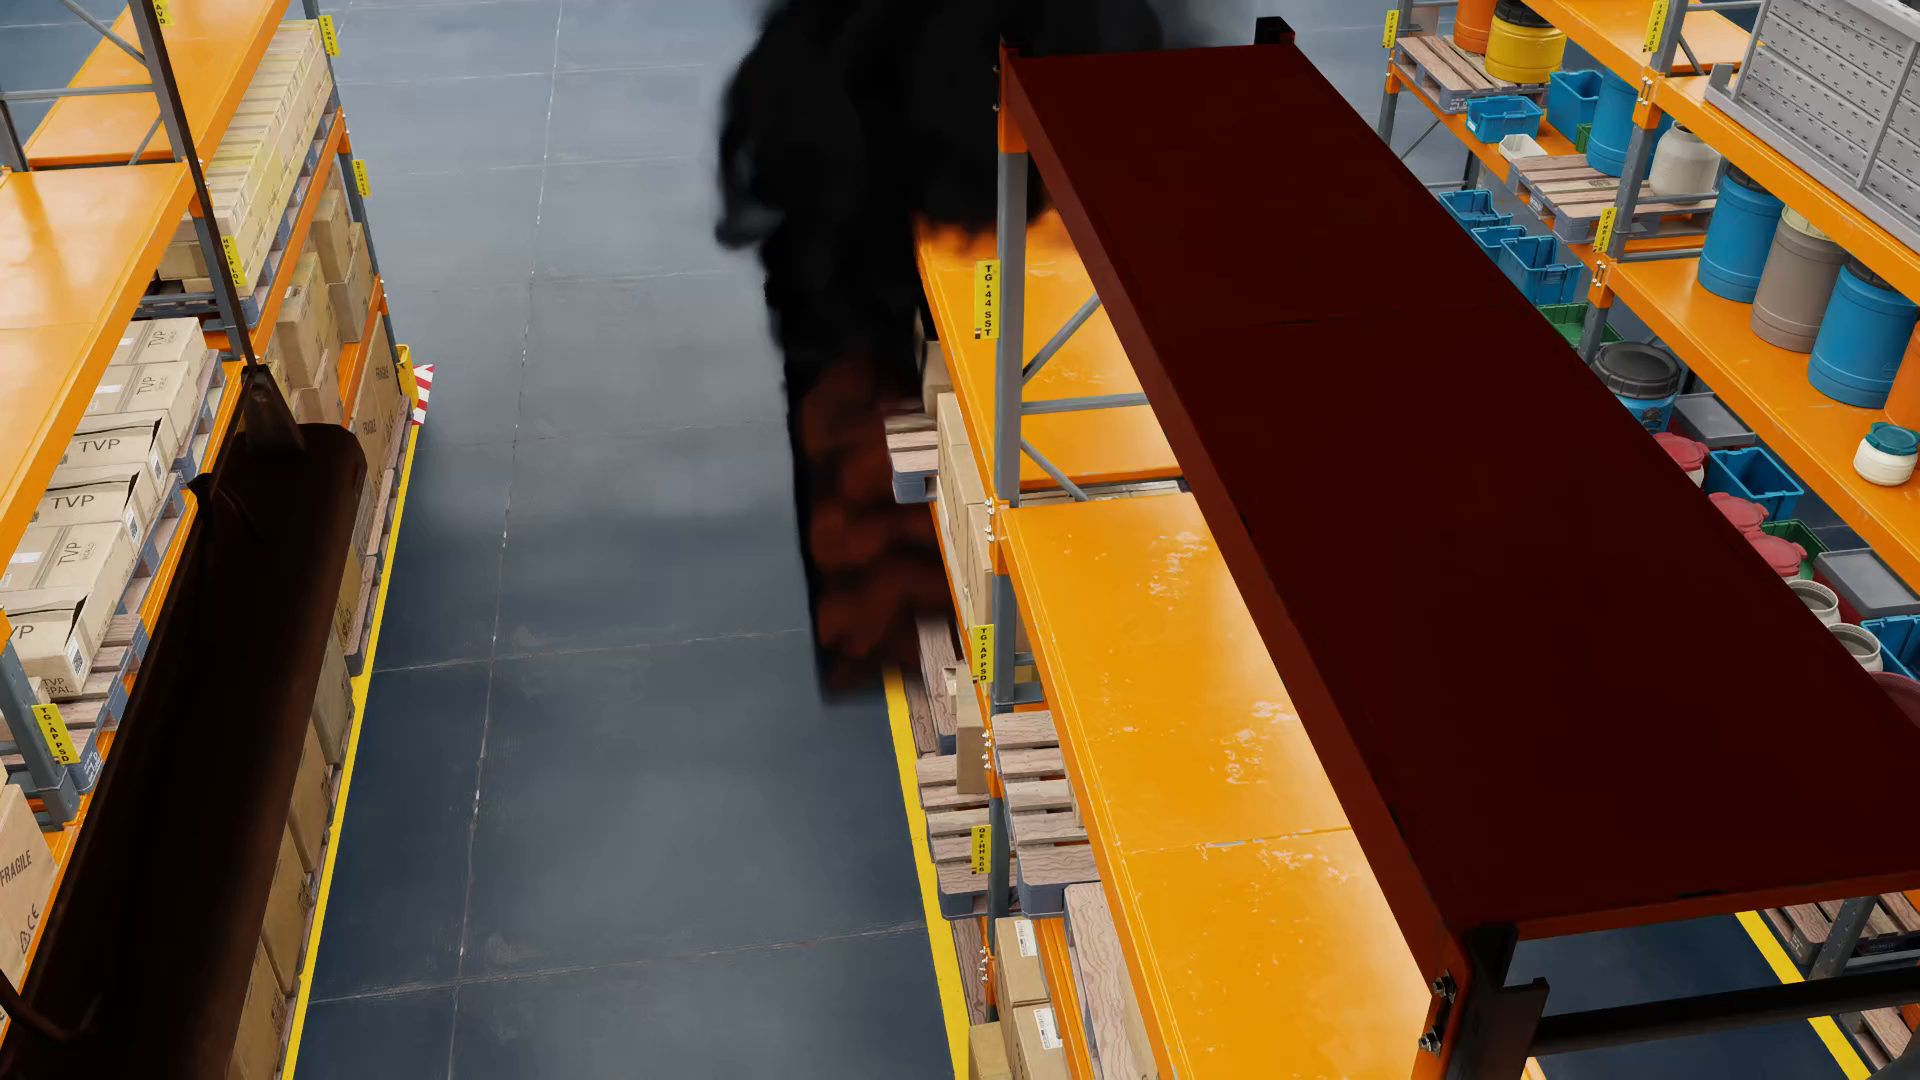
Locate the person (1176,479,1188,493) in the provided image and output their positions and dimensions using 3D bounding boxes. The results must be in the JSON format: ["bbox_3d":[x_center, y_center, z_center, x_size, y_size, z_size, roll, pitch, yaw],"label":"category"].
[{"bbox_3d":[1.872,-0.721,12.991,0.637,1.763,0.711,-11,38,-15],"label":"person"}]

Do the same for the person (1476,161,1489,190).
[{"bbox_3d":[6.044,-4.527,18.213,0.875,1.754,0.607,11,38,15],"label":"person"}]
